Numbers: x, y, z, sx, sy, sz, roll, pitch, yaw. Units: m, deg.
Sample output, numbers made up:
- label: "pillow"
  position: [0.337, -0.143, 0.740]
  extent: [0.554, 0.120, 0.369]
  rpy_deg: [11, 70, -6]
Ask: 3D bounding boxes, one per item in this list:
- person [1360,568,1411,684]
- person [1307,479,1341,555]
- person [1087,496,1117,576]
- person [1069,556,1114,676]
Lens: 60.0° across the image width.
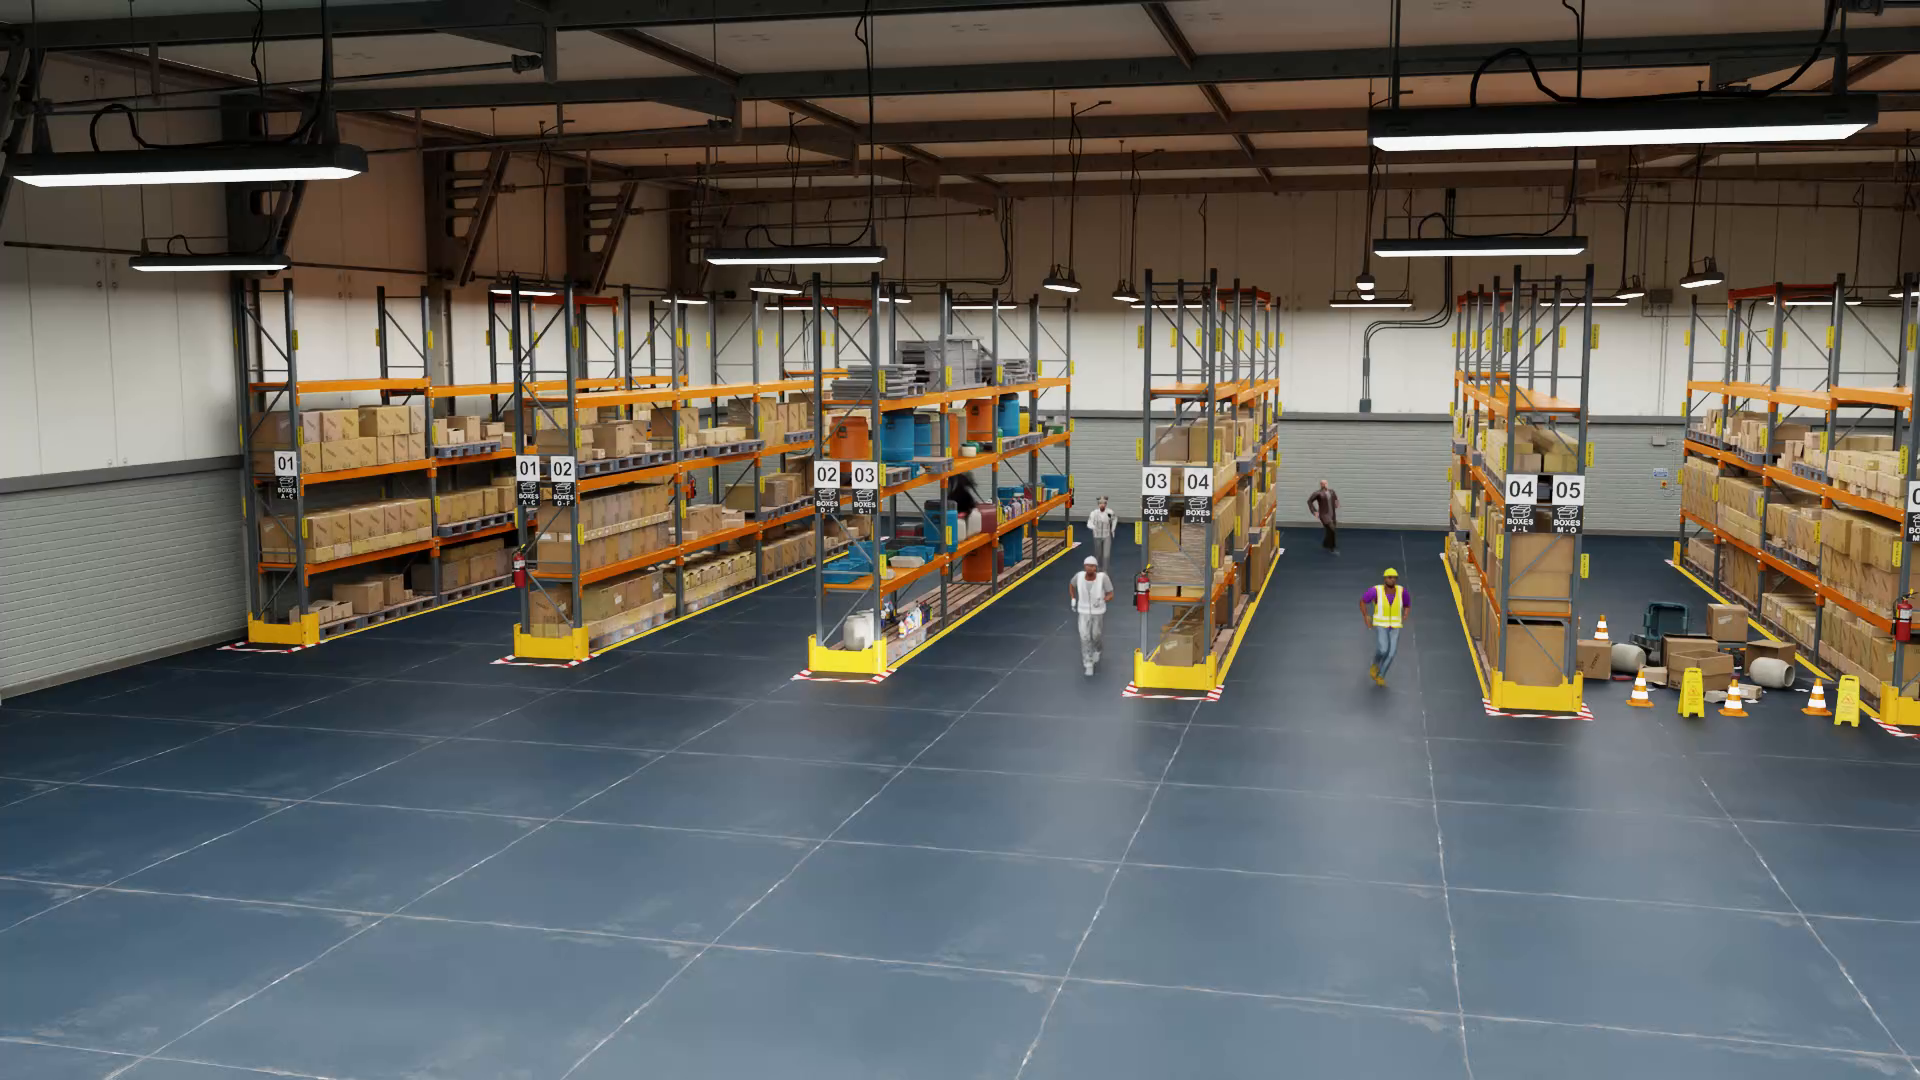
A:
- label: "person"
  position: [6.203, 1.261, 24.117]
  extent: [0.703, 1.718, 0.574]
  rpy_deg: [0, 7, -3]
- label: "person"
  position: [8.613, -0.542, 39.153]
  extent: [0.759, 1.796, 0.755]
  rpy_deg: [-3, 8, -26]
- label: "person"
  position: [2.767, -0.009, 32.413]
  extent: [0.562, 1.734, 0.812]
  rpy_deg: [1, 7, 10]
- label: "person"
  position: [1.994, 1.133, 25.266]
  extent: [0.697, 1.825, 0.912]
  rpy_deg: [1, 7, 10]
